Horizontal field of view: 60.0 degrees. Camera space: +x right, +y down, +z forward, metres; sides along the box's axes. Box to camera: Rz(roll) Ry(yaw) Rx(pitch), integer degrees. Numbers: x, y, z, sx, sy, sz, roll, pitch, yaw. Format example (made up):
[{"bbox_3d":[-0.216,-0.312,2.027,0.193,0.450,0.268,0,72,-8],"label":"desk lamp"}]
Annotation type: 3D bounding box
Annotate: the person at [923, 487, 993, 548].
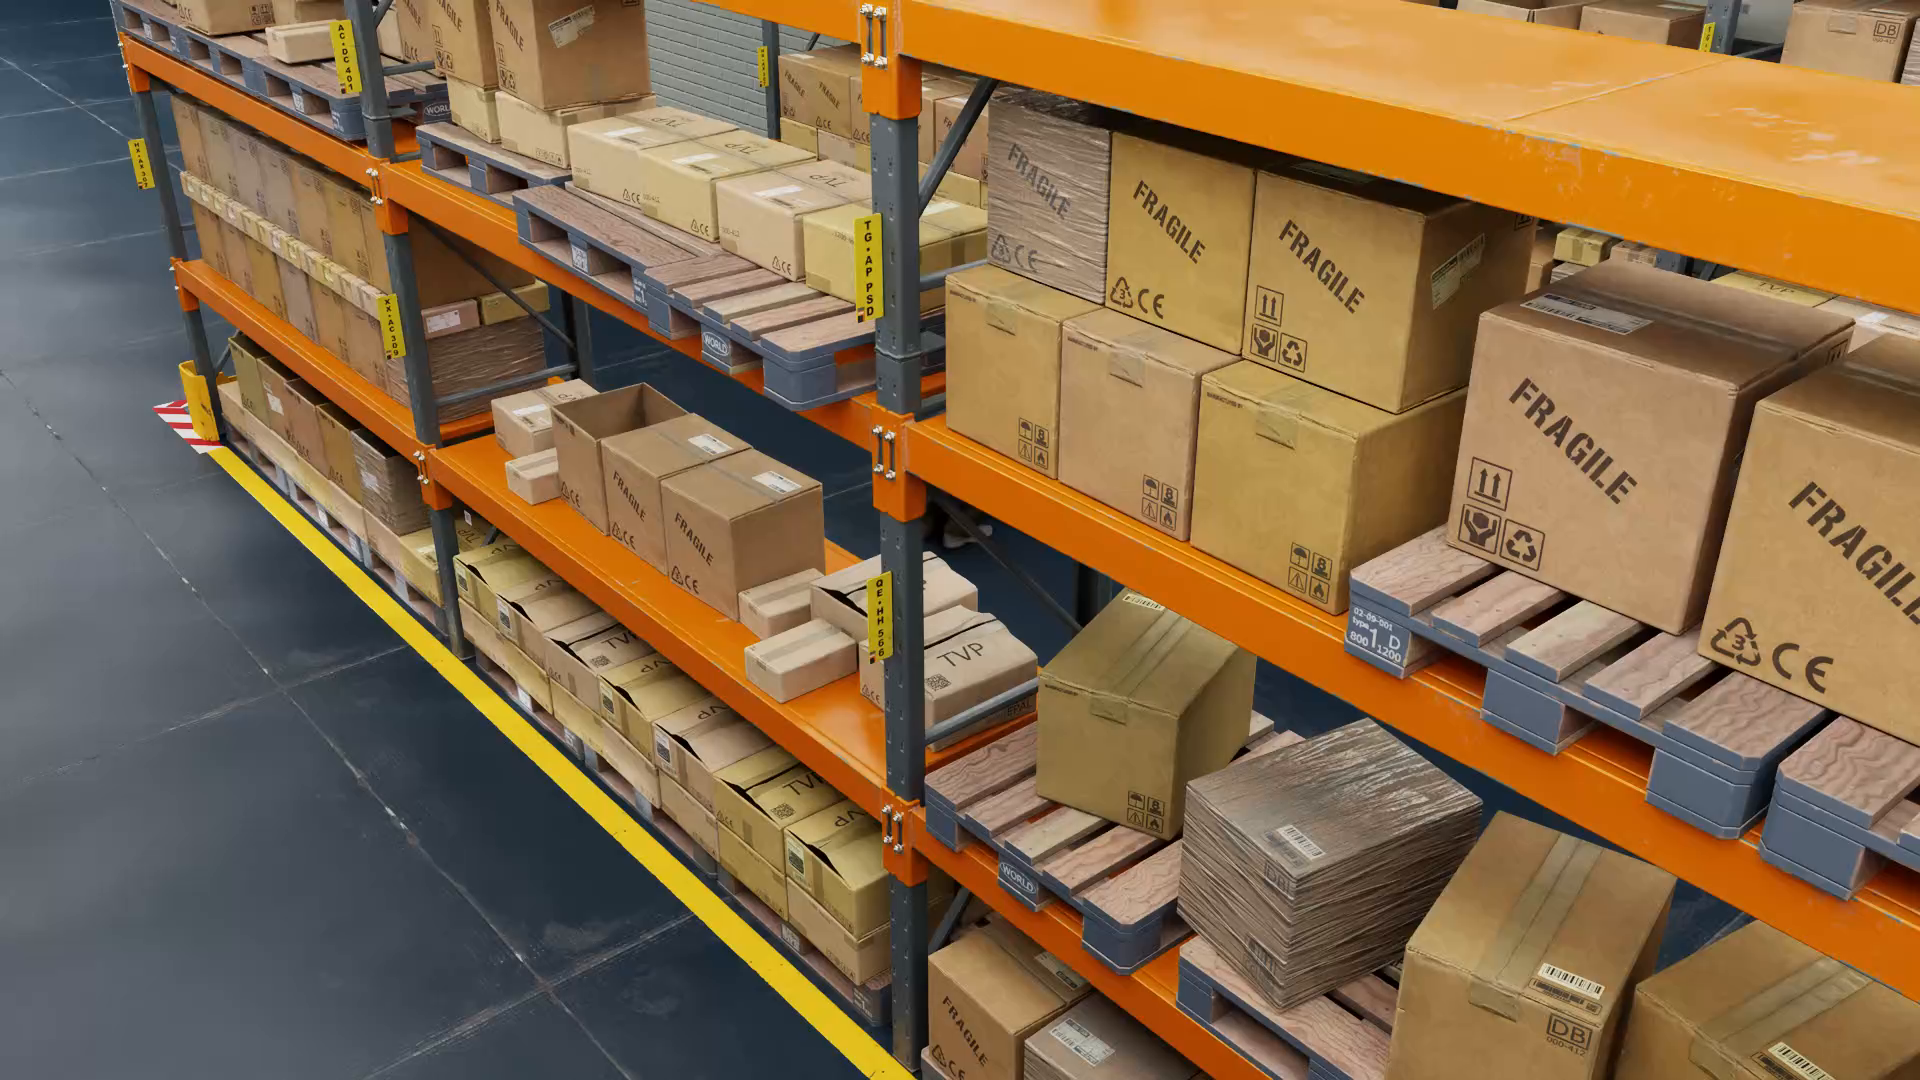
[{"bbox_3d":[0.051,-0.410,10.492,0.940,0.811,0.574,-23,35,-36],"label":"person"}]
